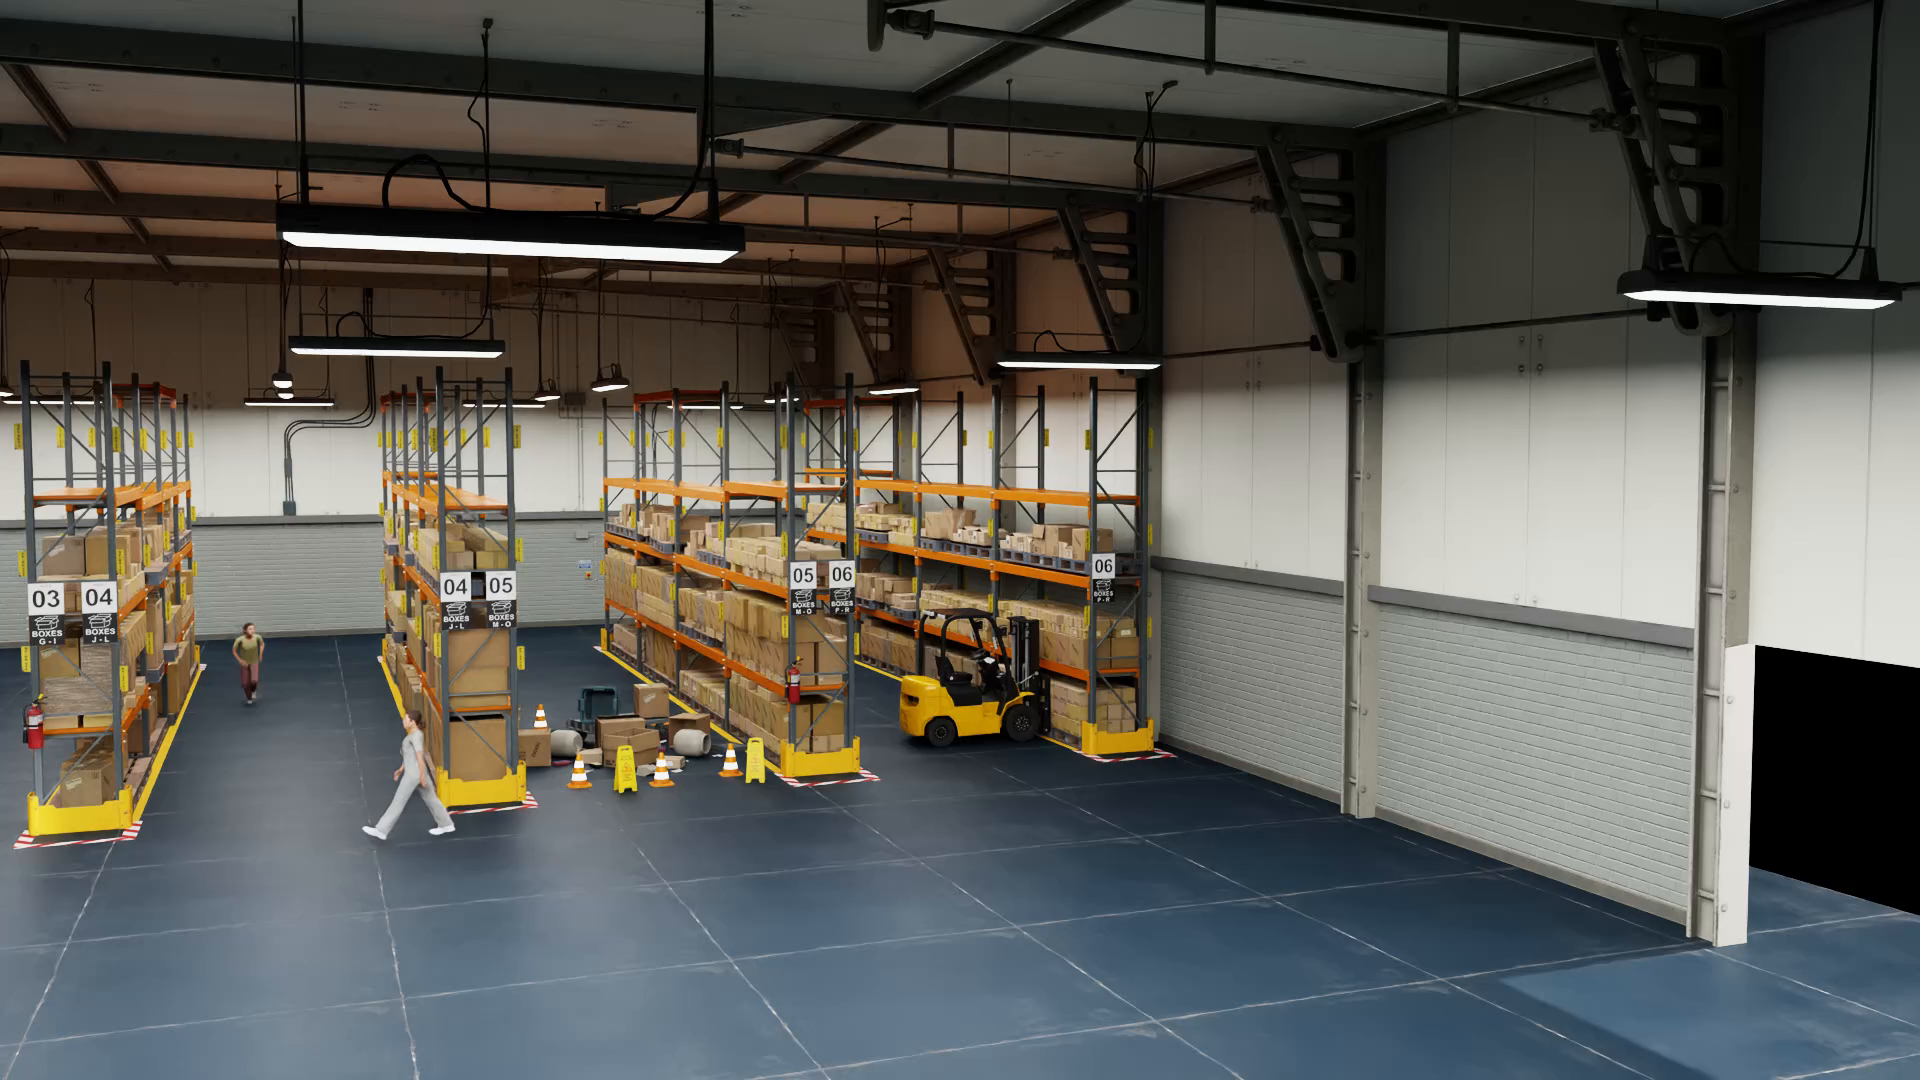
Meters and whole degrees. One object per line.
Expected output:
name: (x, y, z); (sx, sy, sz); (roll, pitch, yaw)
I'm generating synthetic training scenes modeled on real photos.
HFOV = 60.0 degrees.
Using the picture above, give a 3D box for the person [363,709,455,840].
person: (-6.909, 2.923, 20.857); (1.067, 1.602, 0.466); (-1, 3, -10)

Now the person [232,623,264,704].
person: (-13.428, 2.330, 31.394); (0.545, 1.580, 0.597); (-1, 4, -20)
